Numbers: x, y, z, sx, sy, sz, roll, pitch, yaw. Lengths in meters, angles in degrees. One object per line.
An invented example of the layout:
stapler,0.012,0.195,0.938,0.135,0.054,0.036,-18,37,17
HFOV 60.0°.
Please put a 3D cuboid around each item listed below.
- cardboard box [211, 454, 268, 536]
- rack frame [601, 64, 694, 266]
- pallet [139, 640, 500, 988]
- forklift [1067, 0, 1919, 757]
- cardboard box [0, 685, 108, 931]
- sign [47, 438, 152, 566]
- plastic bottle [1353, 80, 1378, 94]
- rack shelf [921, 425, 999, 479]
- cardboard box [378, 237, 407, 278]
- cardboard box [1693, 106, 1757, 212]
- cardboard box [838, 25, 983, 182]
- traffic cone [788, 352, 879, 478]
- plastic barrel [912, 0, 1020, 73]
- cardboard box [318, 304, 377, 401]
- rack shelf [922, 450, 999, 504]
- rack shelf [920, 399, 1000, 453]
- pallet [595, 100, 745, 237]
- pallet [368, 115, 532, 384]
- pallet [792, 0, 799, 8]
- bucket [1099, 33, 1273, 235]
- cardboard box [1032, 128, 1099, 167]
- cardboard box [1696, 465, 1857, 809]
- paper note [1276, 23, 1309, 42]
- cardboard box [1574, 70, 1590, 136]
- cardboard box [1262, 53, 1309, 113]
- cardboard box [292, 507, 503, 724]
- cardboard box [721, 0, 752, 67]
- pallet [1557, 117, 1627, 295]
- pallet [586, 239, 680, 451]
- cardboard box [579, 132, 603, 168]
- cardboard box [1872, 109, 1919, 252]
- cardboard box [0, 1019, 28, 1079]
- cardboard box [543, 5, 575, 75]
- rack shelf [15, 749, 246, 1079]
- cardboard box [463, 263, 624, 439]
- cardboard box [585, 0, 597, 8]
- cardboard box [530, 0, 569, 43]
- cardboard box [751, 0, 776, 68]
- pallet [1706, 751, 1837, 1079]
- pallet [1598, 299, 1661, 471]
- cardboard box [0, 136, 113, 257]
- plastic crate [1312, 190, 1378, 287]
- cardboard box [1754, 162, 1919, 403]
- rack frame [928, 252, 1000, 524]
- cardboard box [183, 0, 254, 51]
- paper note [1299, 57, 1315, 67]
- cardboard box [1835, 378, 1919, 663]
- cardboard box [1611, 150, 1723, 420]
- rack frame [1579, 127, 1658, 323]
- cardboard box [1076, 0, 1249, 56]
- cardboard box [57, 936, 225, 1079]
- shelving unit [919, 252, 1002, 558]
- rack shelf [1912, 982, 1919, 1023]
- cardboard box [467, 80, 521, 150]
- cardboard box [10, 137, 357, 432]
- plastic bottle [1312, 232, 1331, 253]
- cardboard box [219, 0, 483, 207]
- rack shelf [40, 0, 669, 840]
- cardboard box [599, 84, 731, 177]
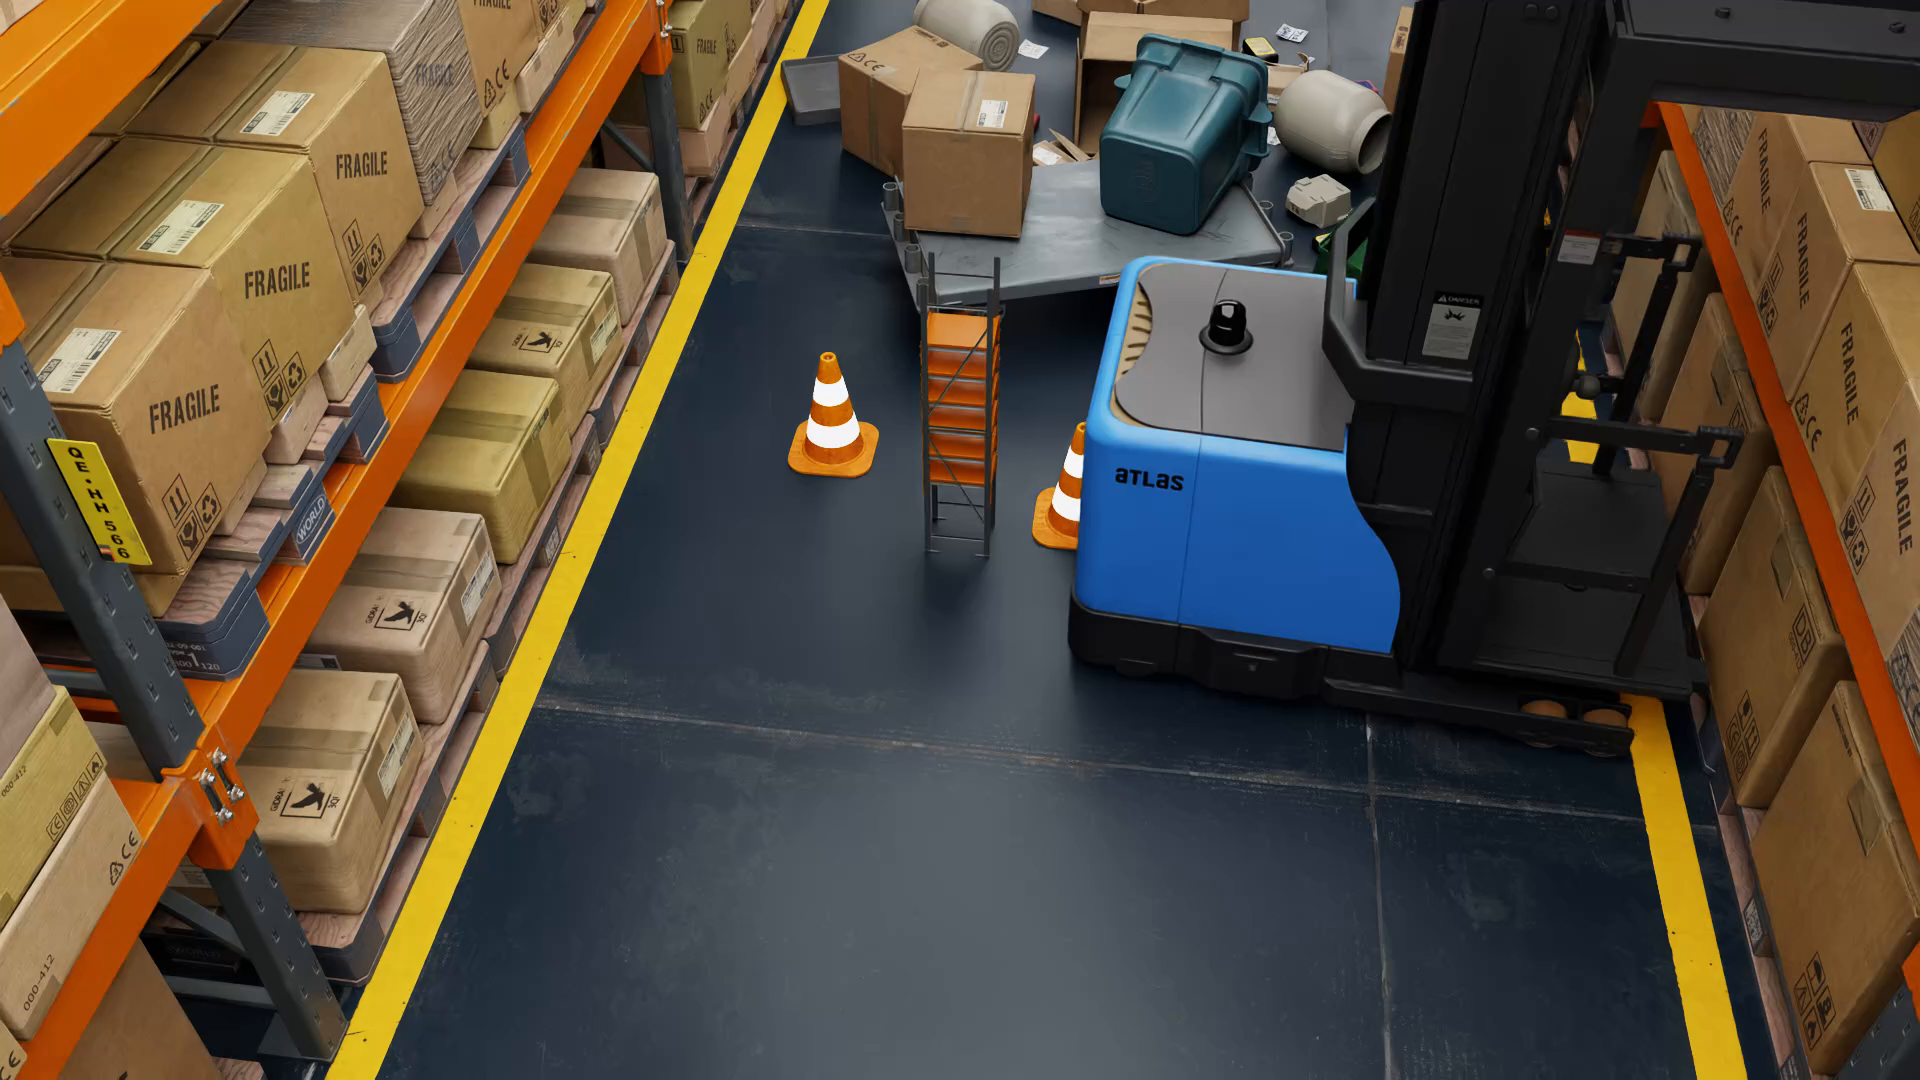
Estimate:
cardboard box,-1.958,-0.155,4.109,0.380,0.149,0.250,3,44,3
rack frame,-1.727,-2.425,6.630,1.000,3.000,0.127,5,44,6
pallet,-2.151,0.781,5.272,1.003,0.211,1.213,5,44,6
forklift,1.944,-0.749,4.910,3.031,2.935,1.130,8,44,8
cardboard box,-2.068,0.527,3.257,0.500,0.250,0.500,5,44,5
sign,-1.705,-0.071,3.302,0.100,0.325,0.005,5,44,6
plastic bottle,2.020,-2.334,8.670,0.283,0.061,0.133,-9,44,-9
rack shelf,0.002,-0.326,5.961,0.258,0.103,0.180,5,44,6
cardboard box,-1.866,-0.890,4.885,0.380,0.149,0.250,7,44,7
cardboard box,2.790,-1.402,5.477,0.500,0.500,0.500,6,44,6
cardboard box,-0.237,-2.125,8.129,0.500,0.500,0.500,-32,52,-29
traffic cone,-0.503,-0.532,6.475,0.336,0.463,0.334,5,44,6
plastic barrel,0.029,-2.670,8.762,0.421,0.421,0.512,-32,52,-29
cardboard box,-1.819,-0.522,4.497,0.380,0.149,0.250,5,44,6
rack shelf,0.002,-0.239,6.043,0.258,0.103,0.180,5,44,6
rack shelf,0.002,-0.413,5.878,0.258,0.103,0.180,5,44,6
pallet,-1.673,-1.874,8.075,1.003,0.211,1.213,5,44,6
pallet,-2.035,-0.982,5.245,1.003,0.211,1.213,5,44,6
pallet,-1.351,-3.536,9.831,1.003,0.211,1.213,5,44,6
bucket,0.925,-1.710,7.149,0.726,0.611,0.620,20,57,20
cardboard box,0.508,-1.793,7.950,0.258,0.266,0.396,-24,48,-23
cardboard box,2.946,0.343,5.036,1.050,0.750,0.750,6,44,6
paper note,1.837,-2.806,9.192,0.144,0.017,0.142,20,47,20
cardboard box,3.461,-2.462,7.908,0.875,0.875,0.875,6,44,6
cardboard box,1.594,-2.390,8.581,0.396,0.266,0.258,12,45,13
cardboard box,-2.082,0.215,5.447,0.950,0.372,0.625,4,44,5
cardboard box,-1.323,-2.595,7.958,0.500,0.500,0.500,7,44,7
pallet,3.371,-1.543,7.726,1.003,0.211,1.213,5,44,6
pallet,-1.829,-0.882,7.028,1.003,0.211,1.213,5,44,6
cardboard box,-1.916,-2.007,7.882,0.500,0.250,0.500,7,44,7
cardboard box,2.932,-1.065,4.394,0.700,0.500,0.500,5,44,5
cardboard box,-2.118,1.073,3.044,0.500,0.250,0.500,6,44,6
cardboard box,-1.573,-1.754,5.798,0.380,0.149,0.250,5,44,5
rack shelf,-2.520,1.925,2.558,1.077,0.370,4.000,5,44,6
cardboard box,-1.886,-0.776,6.493,0.950,0.372,0.625,8,44,8
cardboard box,-1.522,-2.111,6.175,0.380,0.149,0.250,6,44,6
cardboard box,-1.625,-2.048,5.637,0.500,0.500,0.500,5,44,6
cardboard box,-1.255,-2.683,8.597,0.500,0.250,0.500,5,44,5
pallet,2.843,1.164,4.867,1.003,0.211,1.213,5,44,6
pallet,3.165,-0.499,6.623,1.003,0.211,1.213,5,44,6
cardboard box,-2.414,-0.684,4.197,0.500,0.500,0.500,5,44,5
plastic crate,1.917,-1.281,7.425,0.450,0.188,0.662,35,53,18
cardboard box,2.654,-0.716,4.752,0.500,0.500,0.500,6,44,6
rack frame,0.014,-0.508,5.914,0.240,1.200,0.006,5,44,6
cardboard box,-2.275,-1.400,4.953,0.500,0.500,0.500,4,44,4
paper note,1.872,-2.577,8.964,0.032,0.001,0.123,28,50,26
cardboard box,2.525,-0.025,4.023,0.500,0.500,0.500,5,44,6
cardboard box,3.200,-0.948,6.401,1.050,0.750,0.750,5,44,5
rack frame,3.193,-2.044,6.227,1.000,3.000,0.127,5,44,6
cardboard box,1.079,-2.818,8.860,0.797,0.503,0.637,-24,48,-23
cardboard box,-2.430,1.383,3.848,0.875,0.875,0.875,5,44,5
shelving unit,0.002,-0.446,5.848,0.258,1.200,0.189,5,44,6
rack shelf,2.399,2.306,2.156,1.077,0.370,4.000,5,44,6
cardboard box,-1.671,-1.417,5.442,0.380,0.149,0.250,5,44,5
cardboard box,-1.905,-0.637,4.147,0.500,0.500,0.500,7,44,8
plastic bottle,1.733,-1.303,7.581,0.133,0.061,0.283,-16,46,-16
cardboard box,-1.768,-1.340,4.889,0.500,0.500,0.500,4,44,4
rack shelf,-1.992,-0.801,5.437,1.077,0.370,4.000,5,44,6
cardboard box,-1.382,-1.957,7.829,0.500,0.250,0.500,3,44,4
